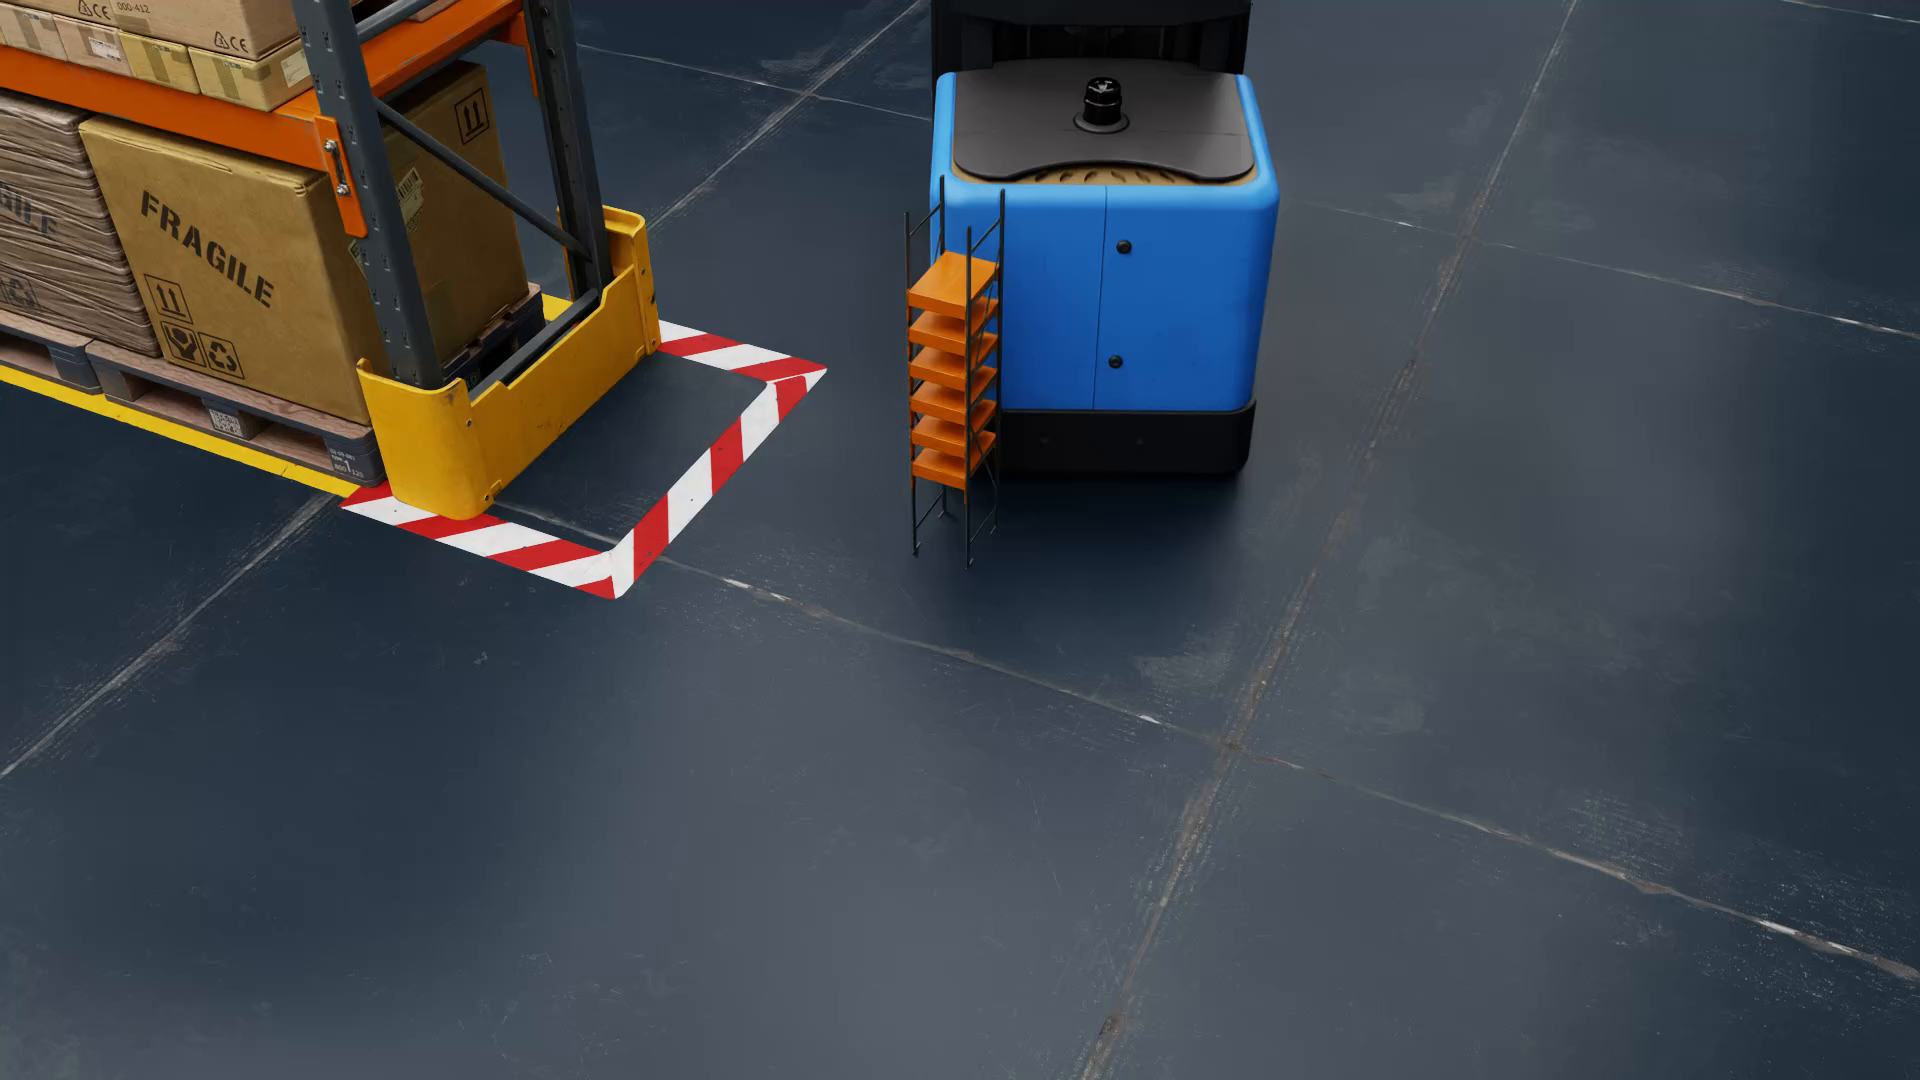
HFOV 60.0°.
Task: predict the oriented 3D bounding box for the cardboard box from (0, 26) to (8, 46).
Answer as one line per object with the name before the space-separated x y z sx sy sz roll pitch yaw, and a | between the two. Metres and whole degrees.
cardboard box | -2.882 -1.672 5.081 0.250 0.149 0.380 16 43 18

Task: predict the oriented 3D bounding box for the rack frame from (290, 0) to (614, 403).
rack frame | -1.494 -1.582 4.785 0.127 3.000 1.000 17 44 19

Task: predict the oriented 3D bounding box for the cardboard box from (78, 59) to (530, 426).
cardboard box | -2.108 -1.068 5.493 0.875 0.875 0.875 17 44 19

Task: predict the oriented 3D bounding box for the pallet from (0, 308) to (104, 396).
pallet | -3.353 -1.042 6.291 1.213 0.211 1.003 17 44 19

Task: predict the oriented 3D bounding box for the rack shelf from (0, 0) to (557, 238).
rack shelf | -3.307 -1.864 5.660 4.000 0.370 1.077 17 44 19

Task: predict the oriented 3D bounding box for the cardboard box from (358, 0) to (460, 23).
cardboard box | -1.676 -1.782 5.207 0.250 0.149 0.380 17 44 19

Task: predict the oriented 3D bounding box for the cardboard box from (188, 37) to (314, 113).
cardboard box | -1.956 -1.391 4.756 0.250 0.149 0.380 18 44 19

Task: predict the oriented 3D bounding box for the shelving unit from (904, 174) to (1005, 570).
shelving unit | -0.013 -0.457 4.862 0.189 1.200 0.258 17 44 19

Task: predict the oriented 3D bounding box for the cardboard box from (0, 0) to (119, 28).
cardboard box | -2.505 -1.756 4.873 0.500 0.250 0.500 16 43 18

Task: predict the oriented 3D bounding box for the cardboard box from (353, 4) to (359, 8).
cardboard box | -1.909 -1.852 5.288 0.250 0.149 0.380 16 44 18

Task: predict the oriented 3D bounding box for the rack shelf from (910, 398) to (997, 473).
rack shelf | -0.013 -0.333 4.969 0.180 0.103 0.258 17 44 19

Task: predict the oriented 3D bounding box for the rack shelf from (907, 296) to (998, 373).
rack shelf | -0.013 -0.605 4.734 0.180 0.103 0.258 17 44 19

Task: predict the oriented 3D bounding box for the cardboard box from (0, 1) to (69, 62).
cardboard box | -2.646 -1.602 5.000 0.250 0.149 0.380 18 44 19

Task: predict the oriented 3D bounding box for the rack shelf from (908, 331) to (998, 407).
rack shelf | -0.013 -0.514 4.812 0.180 0.103 0.258 17 44 19

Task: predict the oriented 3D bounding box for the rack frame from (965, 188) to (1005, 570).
rack frame | 0.070 -0.432 4.832 0.006 1.200 0.240 17 44 19

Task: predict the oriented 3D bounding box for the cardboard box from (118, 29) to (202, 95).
cardboard box | -2.192 -1.462 4.838 0.250 0.149 0.380 17 44 19

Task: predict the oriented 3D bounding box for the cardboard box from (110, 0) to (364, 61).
cardboard box | -2.045 -1.615 4.710 0.500 0.250 0.500 16 44 18

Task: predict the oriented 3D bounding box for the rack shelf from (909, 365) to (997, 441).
rack shelf | -0.013 -0.424 4.891 0.180 0.103 0.258 17 44 19

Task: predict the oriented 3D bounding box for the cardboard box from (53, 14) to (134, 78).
cardboard box | -2.420 -1.532 4.919 0.250 0.149 0.380 17 44 19

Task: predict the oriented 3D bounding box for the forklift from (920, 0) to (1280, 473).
forklift | 0.447 -2.265 5.626 1.130 2.935 3.031 1 41 1

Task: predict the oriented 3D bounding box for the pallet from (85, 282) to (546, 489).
pallet | -2.252 -0.703 5.901 1.213 0.211 1.003 17 44 19

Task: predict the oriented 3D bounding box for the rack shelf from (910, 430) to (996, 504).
rack shelf | -0.013 -0.242 5.048 0.180 0.103 0.258 17 44 19

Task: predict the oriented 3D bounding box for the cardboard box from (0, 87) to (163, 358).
cardboard box | -2.933 -1.320 5.784 0.875 0.875 0.875 17 44 19

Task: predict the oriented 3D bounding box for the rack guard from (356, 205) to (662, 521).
rack guard | -1.472 -0.631 5.596 0.348 0.500 1.175 17 44 19

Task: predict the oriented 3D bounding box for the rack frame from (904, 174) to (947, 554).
rack frame | -0.096 -0.483 4.891 0.006 1.200 0.240 17 44 19

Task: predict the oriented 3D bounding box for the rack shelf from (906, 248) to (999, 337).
rack shelf | -0.013 -0.696 4.655 0.180 0.103 0.258 17 44 19
